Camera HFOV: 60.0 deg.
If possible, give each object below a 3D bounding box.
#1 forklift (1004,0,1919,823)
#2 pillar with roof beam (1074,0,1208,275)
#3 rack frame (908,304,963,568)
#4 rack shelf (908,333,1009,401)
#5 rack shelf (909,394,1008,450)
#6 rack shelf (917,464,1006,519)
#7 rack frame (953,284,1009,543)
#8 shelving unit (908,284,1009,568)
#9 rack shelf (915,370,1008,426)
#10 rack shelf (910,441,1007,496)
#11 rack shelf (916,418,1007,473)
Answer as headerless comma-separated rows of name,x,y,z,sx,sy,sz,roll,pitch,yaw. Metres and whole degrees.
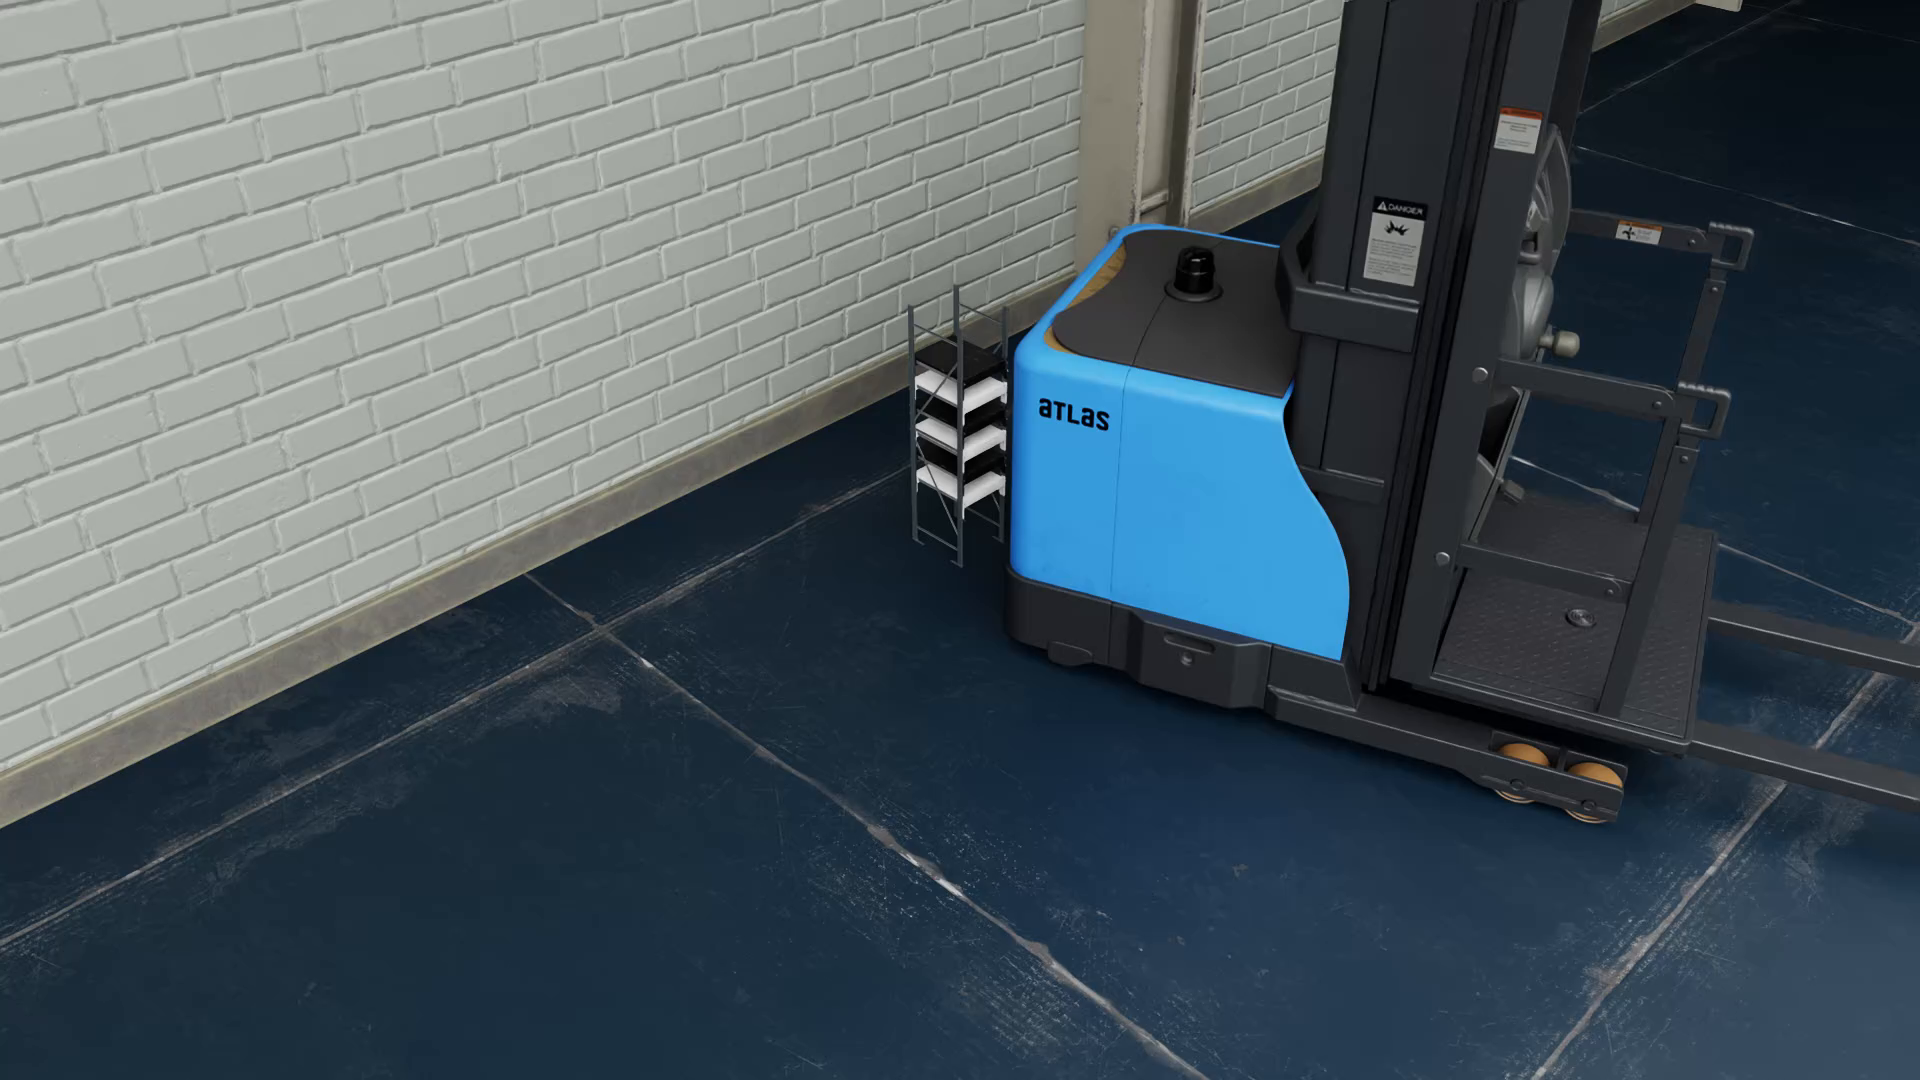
forklift,1.700,-0.764,4.283,3.031,2.935,1.130,14,37,20
pillar with roof beam,3.789,-3.016,2.208,9.100,9.000,0.400,30,45,35
rack frame,-0.077,-0.325,5.429,0.240,0.900,0.006,30,45,35
rack shelf,-0.006,-0.560,5.352,0.258,0.077,0.200,30,45,35
rack shelf,-0.006,-0.412,5.455,0.258,0.077,0.200,30,45,35
rack shelf,-0.006,-0.191,5.610,0.258,0.077,0.200,30,45,35
rack frame,0.066,-0.407,5.547,0.240,0.900,0.006,30,45,35
shelving unit,-0.006,-0.366,5.488,0.258,0.900,0.210,30,45,35
rack shelf,-0.006,-0.486,5.404,0.258,0.077,0.200,30,45,35
rack shelf,-0.006,-0.265,5.558,0.258,0.077,0.200,30,45,35
rack shelf,-0.006,-0.338,5.507,0.258,0.077,0.200,30,45,35
